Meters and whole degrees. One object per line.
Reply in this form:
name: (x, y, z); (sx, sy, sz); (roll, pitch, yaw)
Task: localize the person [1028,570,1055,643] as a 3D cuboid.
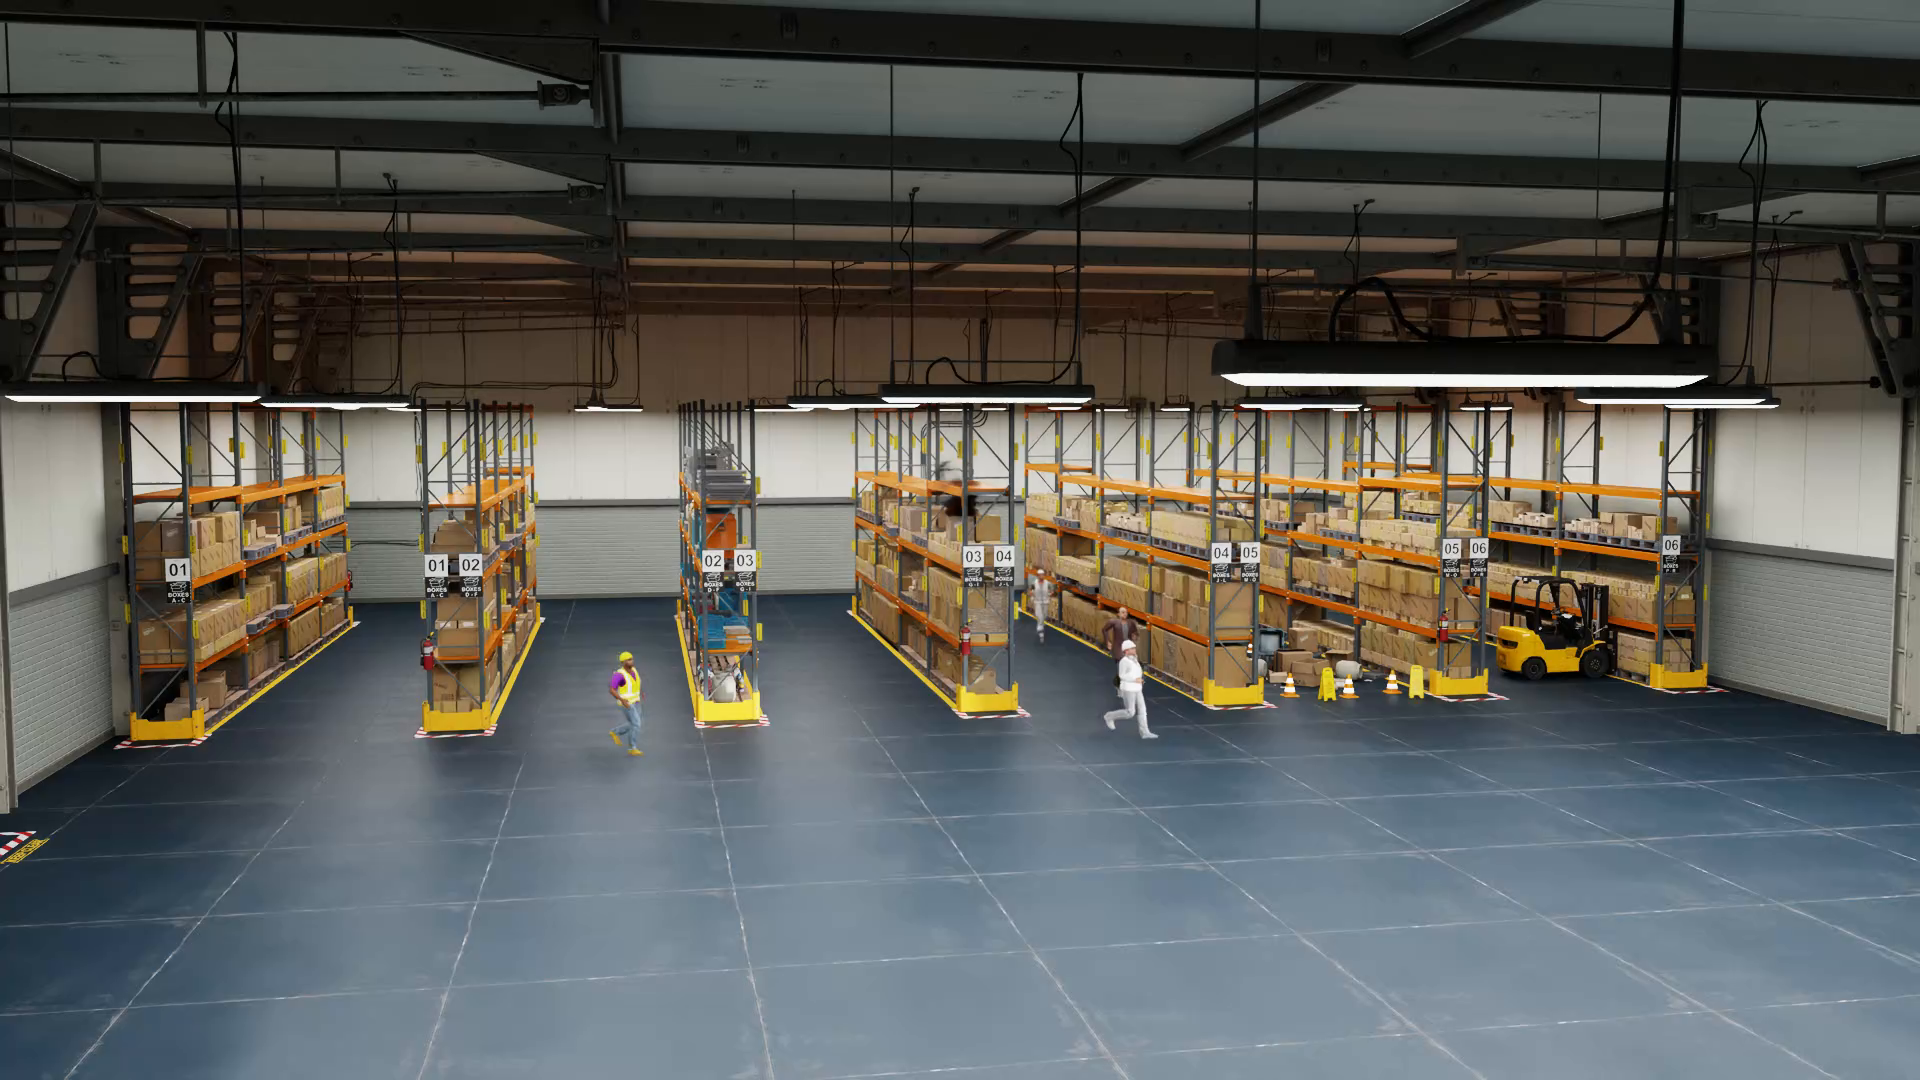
person: (2.071, 1.645, 42.123); (0.615, 1.804, 0.928); (-1, 4, -8)

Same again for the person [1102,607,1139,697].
person: (3.327, 2.287, 34.005); (0.688, 1.839, 0.836); (-2, 5, -23)

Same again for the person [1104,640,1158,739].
person: (3.039, 2.635, 29.362); (0.984, 1.743, 0.677); (2, 5, 29)

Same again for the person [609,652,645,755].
person: (-5.613, 2.749, 28.054); (0.604, 1.742, 0.693); (2, 5, 20)
